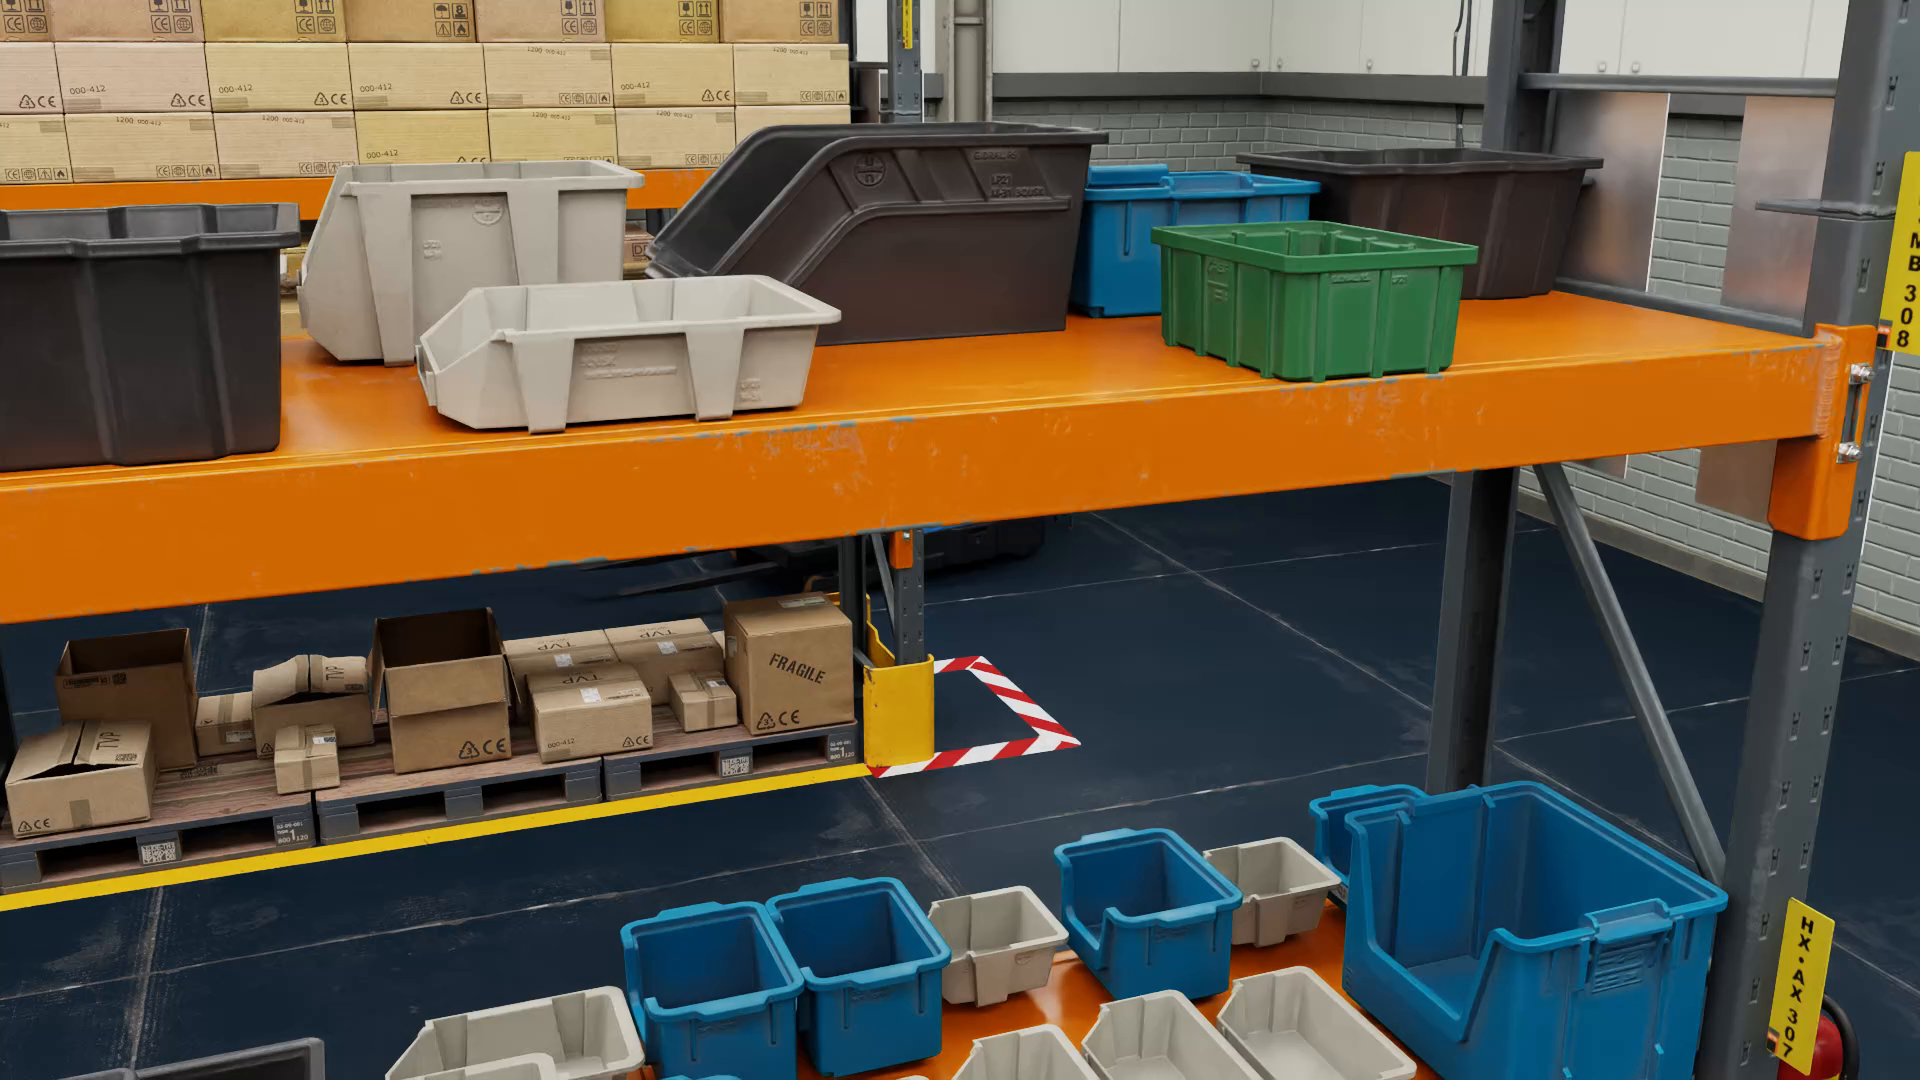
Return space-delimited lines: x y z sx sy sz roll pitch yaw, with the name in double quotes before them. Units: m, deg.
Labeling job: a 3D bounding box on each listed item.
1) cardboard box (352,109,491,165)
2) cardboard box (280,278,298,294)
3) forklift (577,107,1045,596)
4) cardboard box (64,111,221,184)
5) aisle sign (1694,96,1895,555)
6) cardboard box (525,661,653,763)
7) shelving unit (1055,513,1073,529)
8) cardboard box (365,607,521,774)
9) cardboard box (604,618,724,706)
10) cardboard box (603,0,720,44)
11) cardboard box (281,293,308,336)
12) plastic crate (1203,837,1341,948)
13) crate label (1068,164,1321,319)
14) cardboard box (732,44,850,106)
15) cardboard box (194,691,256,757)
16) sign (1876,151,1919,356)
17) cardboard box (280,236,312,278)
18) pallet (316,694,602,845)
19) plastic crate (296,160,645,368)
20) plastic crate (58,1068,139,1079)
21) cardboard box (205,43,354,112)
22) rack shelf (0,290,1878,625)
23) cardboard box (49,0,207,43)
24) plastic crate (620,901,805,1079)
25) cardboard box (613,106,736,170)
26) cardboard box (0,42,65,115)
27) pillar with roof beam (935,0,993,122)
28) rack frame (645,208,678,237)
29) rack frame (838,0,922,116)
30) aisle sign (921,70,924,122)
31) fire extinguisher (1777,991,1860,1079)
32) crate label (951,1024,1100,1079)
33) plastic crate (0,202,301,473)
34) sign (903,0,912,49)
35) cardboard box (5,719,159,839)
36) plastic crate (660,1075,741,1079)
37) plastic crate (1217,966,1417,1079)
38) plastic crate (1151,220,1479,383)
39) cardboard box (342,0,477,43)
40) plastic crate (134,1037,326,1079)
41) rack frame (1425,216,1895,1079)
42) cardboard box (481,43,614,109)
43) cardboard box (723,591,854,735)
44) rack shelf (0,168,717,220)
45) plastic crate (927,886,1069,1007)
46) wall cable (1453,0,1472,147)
"cardboard box" -2.194 -1.627 6.759 0.500 0.250 0.500 -6 17 -20
"cardboard box" -2.811 -0.875 7.304 0.500 0.500 0.500 -6 17 -20
"forklift" -0.929 -1.189 10.446 3.031 2.935 1.130 -11 20 -33
"cardboard box" -3.127 -1.526 6.414 0.500 0.250 0.500 -6 17 -20
"aisle sign" 1.538 -0.403 3.032 0.004 0.787 0.394 -6 17 -20
"cardboard box" -1.721 0.787 7.694 0.500 0.250 0.500 -6 17 -20
"shelving unit" 0.529 -0.652 11.688 0.503 1.200 0.258 -8 18 -25
"cardboard box" -2.386 0.670 7.641 0.637 0.503 0.797 -6 17 -20
"cardboard box" -1.479 0.610 8.296 0.500 0.250 0.500 -6 17 -20
"cardboard box" -1.374 -2.411 7.211 0.500 0.500 0.700 -6 17 -20
"cardboard box" -2.636 -0.731 6.810 0.500 0.500 0.500 -7 18 -22
"plastic crate" 0.688 0.821 3.839 0.298 0.136 0.250 -6 17 -20
"crate label" 0.389 -0.585 3.207 0.502 0.251 0.408 -6 17 -20
"cardboard box" -0.792 -2.017 7.198 0.500 0.250 0.500 -6 17 -20
"cardboard box" -3.379 0.846 7.674 0.250 0.149 0.380 -6 17 -20
"sign" 1.578 -0.471 2.741 0.005 0.325 0.100 -6 17 -20
"cardboard box" -4.718 -1.695 11.514 0.700 0.700 0.980 -7 18 -21
"pallet" -2.356 1.020 7.752 1.213 0.211 1.003 -6 17 -20
"plastic crate" -0.814 -0.465 2.746 0.530 0.282 0.437 -6 17 -20
"plastic crate" -1.446 1.095 2.327 0.583 0.464 0.402 -6 17 -20
"cardboard box" -2.658 -1.815 6.509 0.500 0.250 0.500 -6 17 -20
"rack shelf" -0.502 -0.118 2.628 4.000 0.370 1.077 -6 17 -20
"cardboard box" -3.180 -2.165 6.370 0.500 0.500 0.700 -6 17 -20
"plastic crate" -0.492 0.928 3.306 0.300 0.233 0.416 -6 17 -20
"cardboard box" -1.259 -1.727 7.099 0.500 0.250 0.500 -6 17 -20
"cardboard box" -3.595 -1.716 6.174 0.500 0.250 0.500 -6 17 -20
"pillar with roof beam" 1.573 -4.077 9.512 0.400 9.000 9.100 -6 17 -20
"rack frame" -2.179 -1.832 12.512 0.127 3.000 1.000 -6 17 -20
"rack frame" -0.403 -3.407 7.230 0.127 3.000 1.000 -6 17 -20
"aisle sign" -0.230 -1.702 7.458 0.004 0.787 0.394 -6 17 -20
"fire extinguisher" 1.669 1.095 3.344 0.183 0.674 0.296 -6 17 -20
"crate label" 0.142 1.062 3.018 0.243 0.136 0.396 -6 17 -20
"plastic crate" -1.111 -0.251 2.039 0.590 0.269 0.497 -6 17 -20
"sign" -0.223 -2.245 7.024 0.005 0.325 0.100 -6 17 -20
"cardboard box" -3.669 0.968 6.969 0.500 0.311 0.500 -6 17 -20
"plastic crate" -0.460 1.101 2.716 0.300 0.233 0.416 -6 17 -20
"plastic crate" 0.669 1.002 3.222 0.243 0.136 0.396 -6 17 -20
"plastic crate" 0.547 -0.388 2.649 0.336 0.188 0.450 -6 17 -20
"cardboard box" -2.303 -2.307 6.855 0.500 0.500 0.700 -6 17 -20
"plastic crate" -1.420 1.098 2.918 0.590 0.125 0.437 -6 17 -20
"rack frame" 1.366 0.775 3.636 0.127 3.000 1.000 -6 17 -20
"cardboard box" -1.727 -1.917 6.858 0.500 0.250 0.500 -6 17 -20
"cardboard box" -0.823 0.579 7.958 0.500 0.500 0.500 -6 17 -20
"rack shelf" -2.271 -1.421 7.067 4.000 0.370 1.077 -6 17 -20
"plastic crate" 0.055 0.890 3.606 0.298 0.136 0.250 -6 17 -20
"wall cable" 3.230 -3.697 13.726 0.112 2.526 3.097 -6 17 -20
